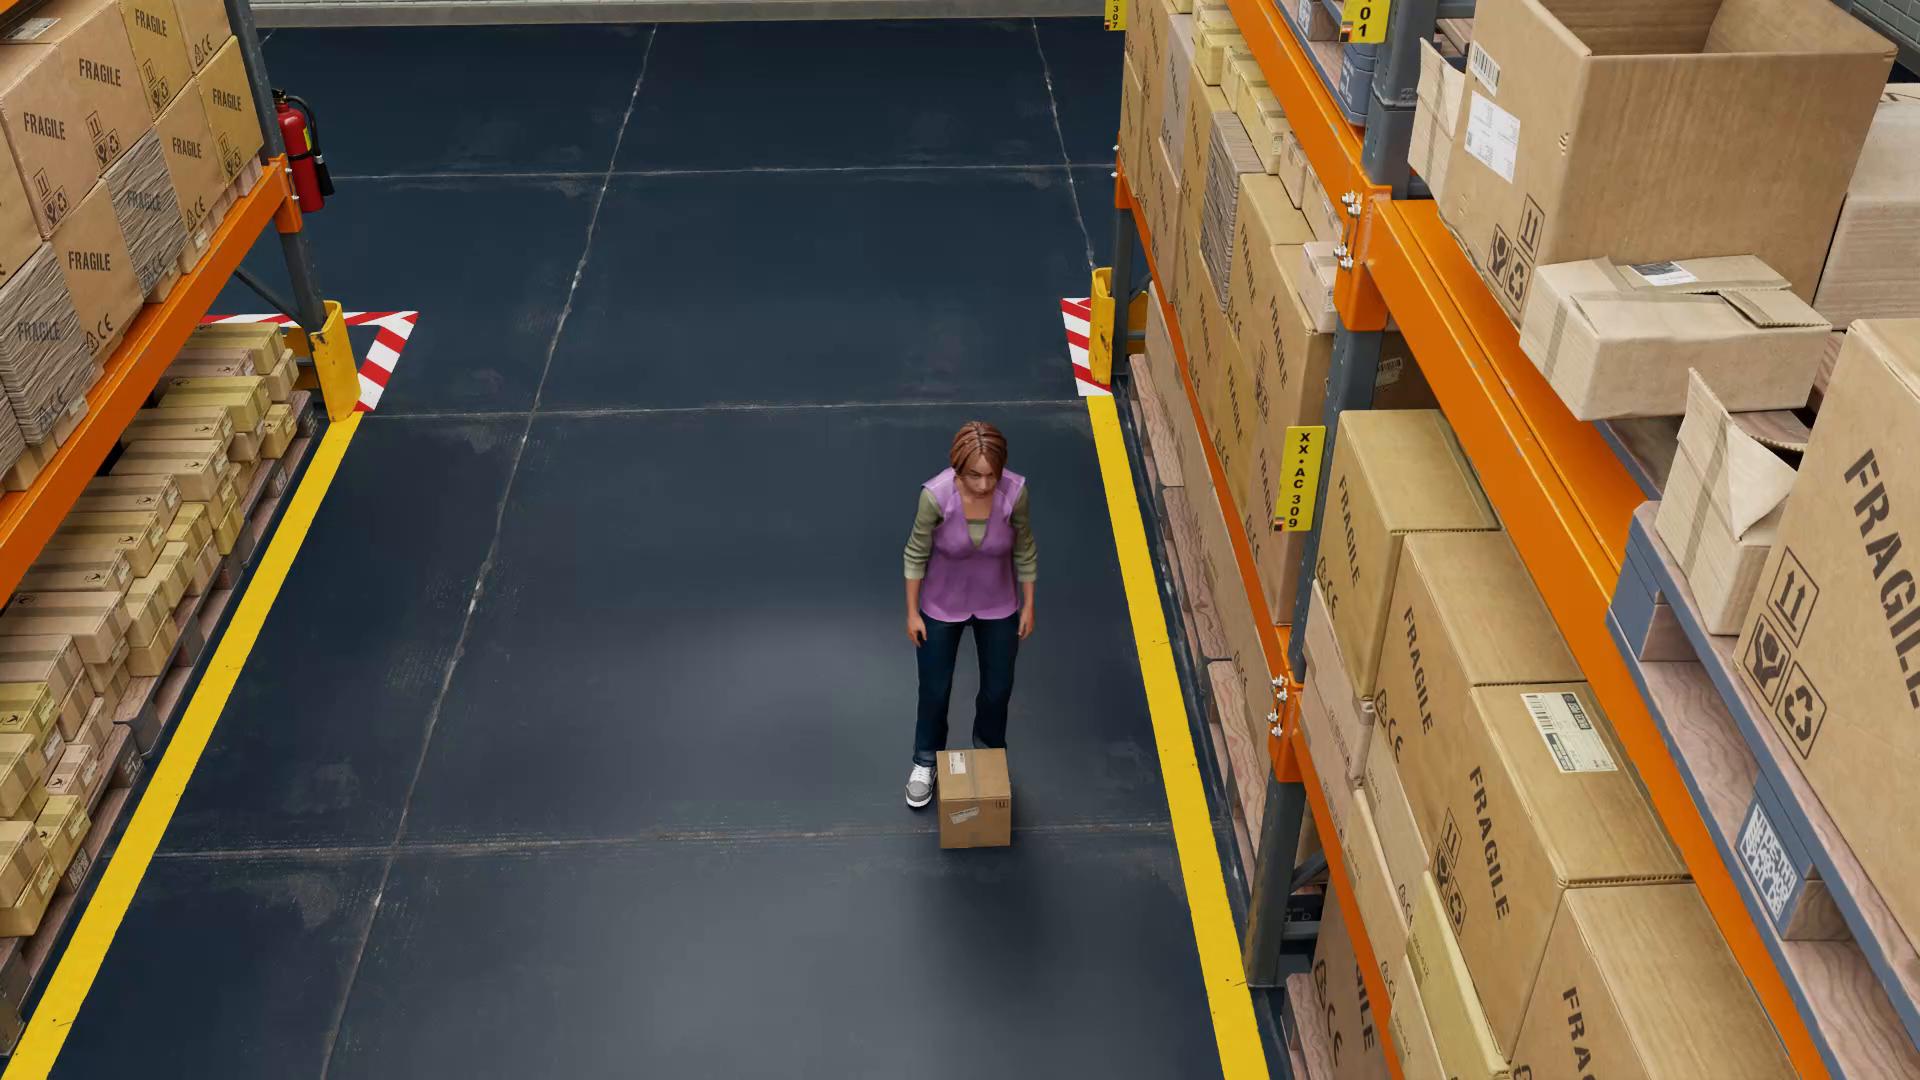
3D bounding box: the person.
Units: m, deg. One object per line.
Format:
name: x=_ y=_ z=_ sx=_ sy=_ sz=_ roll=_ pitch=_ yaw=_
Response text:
person: x=0.031 y=0.251 z=5.808 sx=0.483 sy=1.592 sz=0.349 roll=-4 pitch=36 yaw=-5
